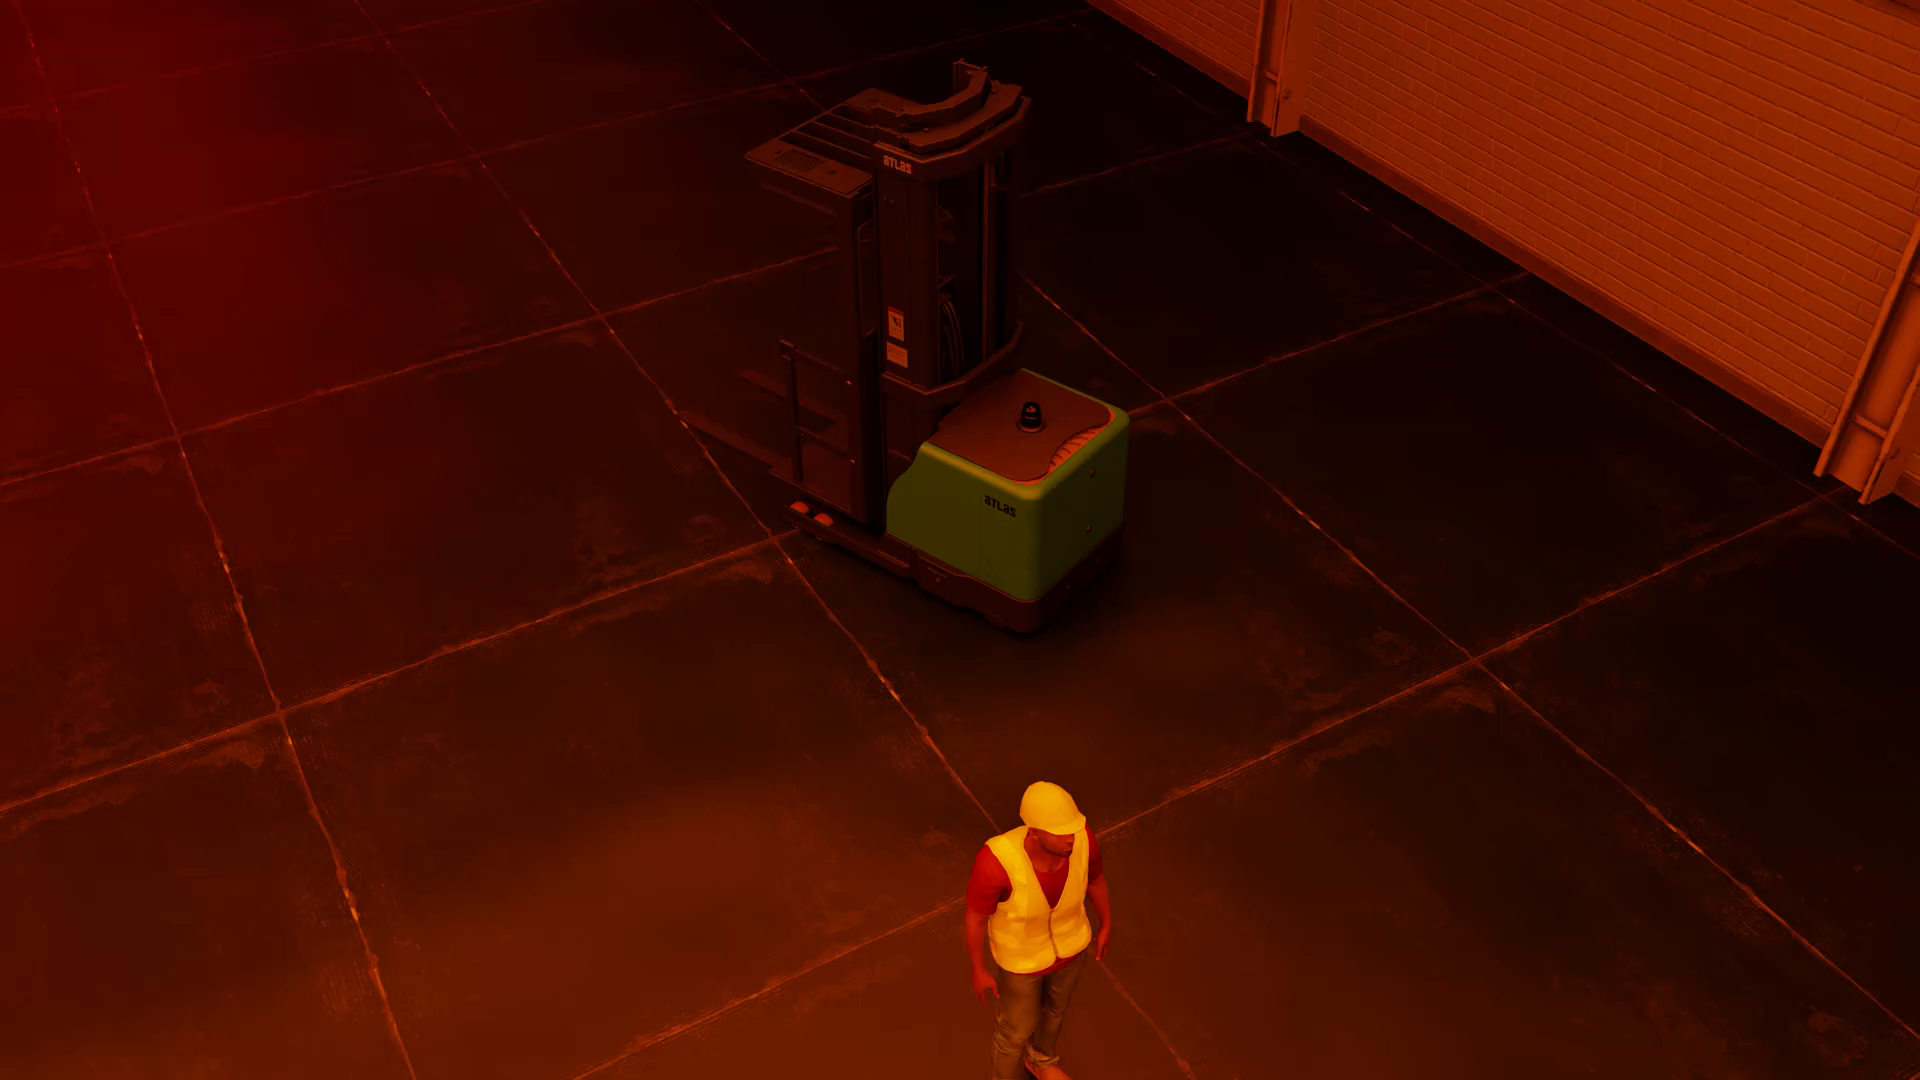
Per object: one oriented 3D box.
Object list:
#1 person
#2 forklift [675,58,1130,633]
[{"bbox_3d":[0.365,1.728,6.853,0.665,1.766,0.577,-18,43,-21],"label":"person"},{"bbox_3d":[-0.481,-1.366,9.683,3.031,2.935,1.130,26,46,28],"label":"forklift"}]
